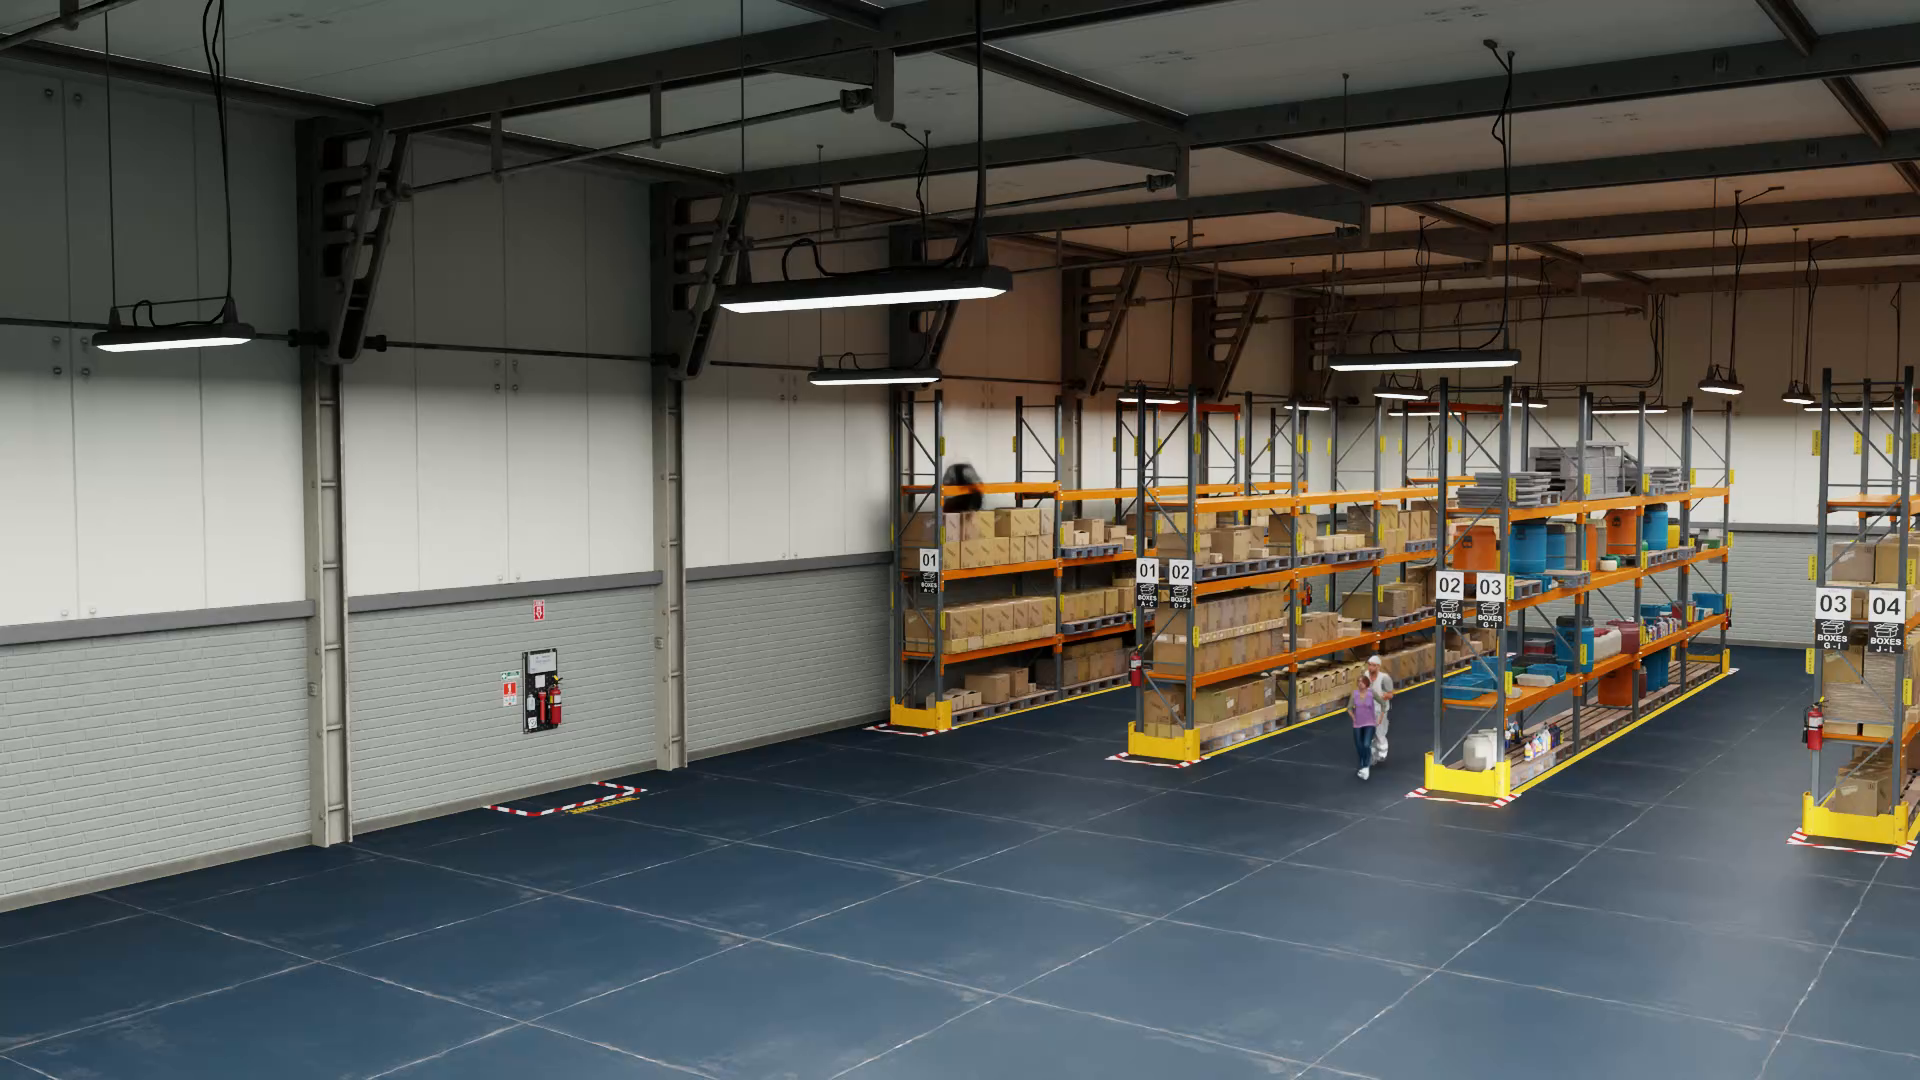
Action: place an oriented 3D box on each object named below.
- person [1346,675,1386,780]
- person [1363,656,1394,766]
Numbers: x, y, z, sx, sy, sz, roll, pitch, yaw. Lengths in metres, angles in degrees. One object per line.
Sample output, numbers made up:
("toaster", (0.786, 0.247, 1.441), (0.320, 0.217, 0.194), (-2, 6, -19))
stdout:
("person", (6.076, 2.812, 24.971), (0.553, 1.556, 0.633), (2, 4, 28))
("person", (6.473, 2.659, 25.871), (0.610, 1.745, 0.819), (2, 4, 36))
